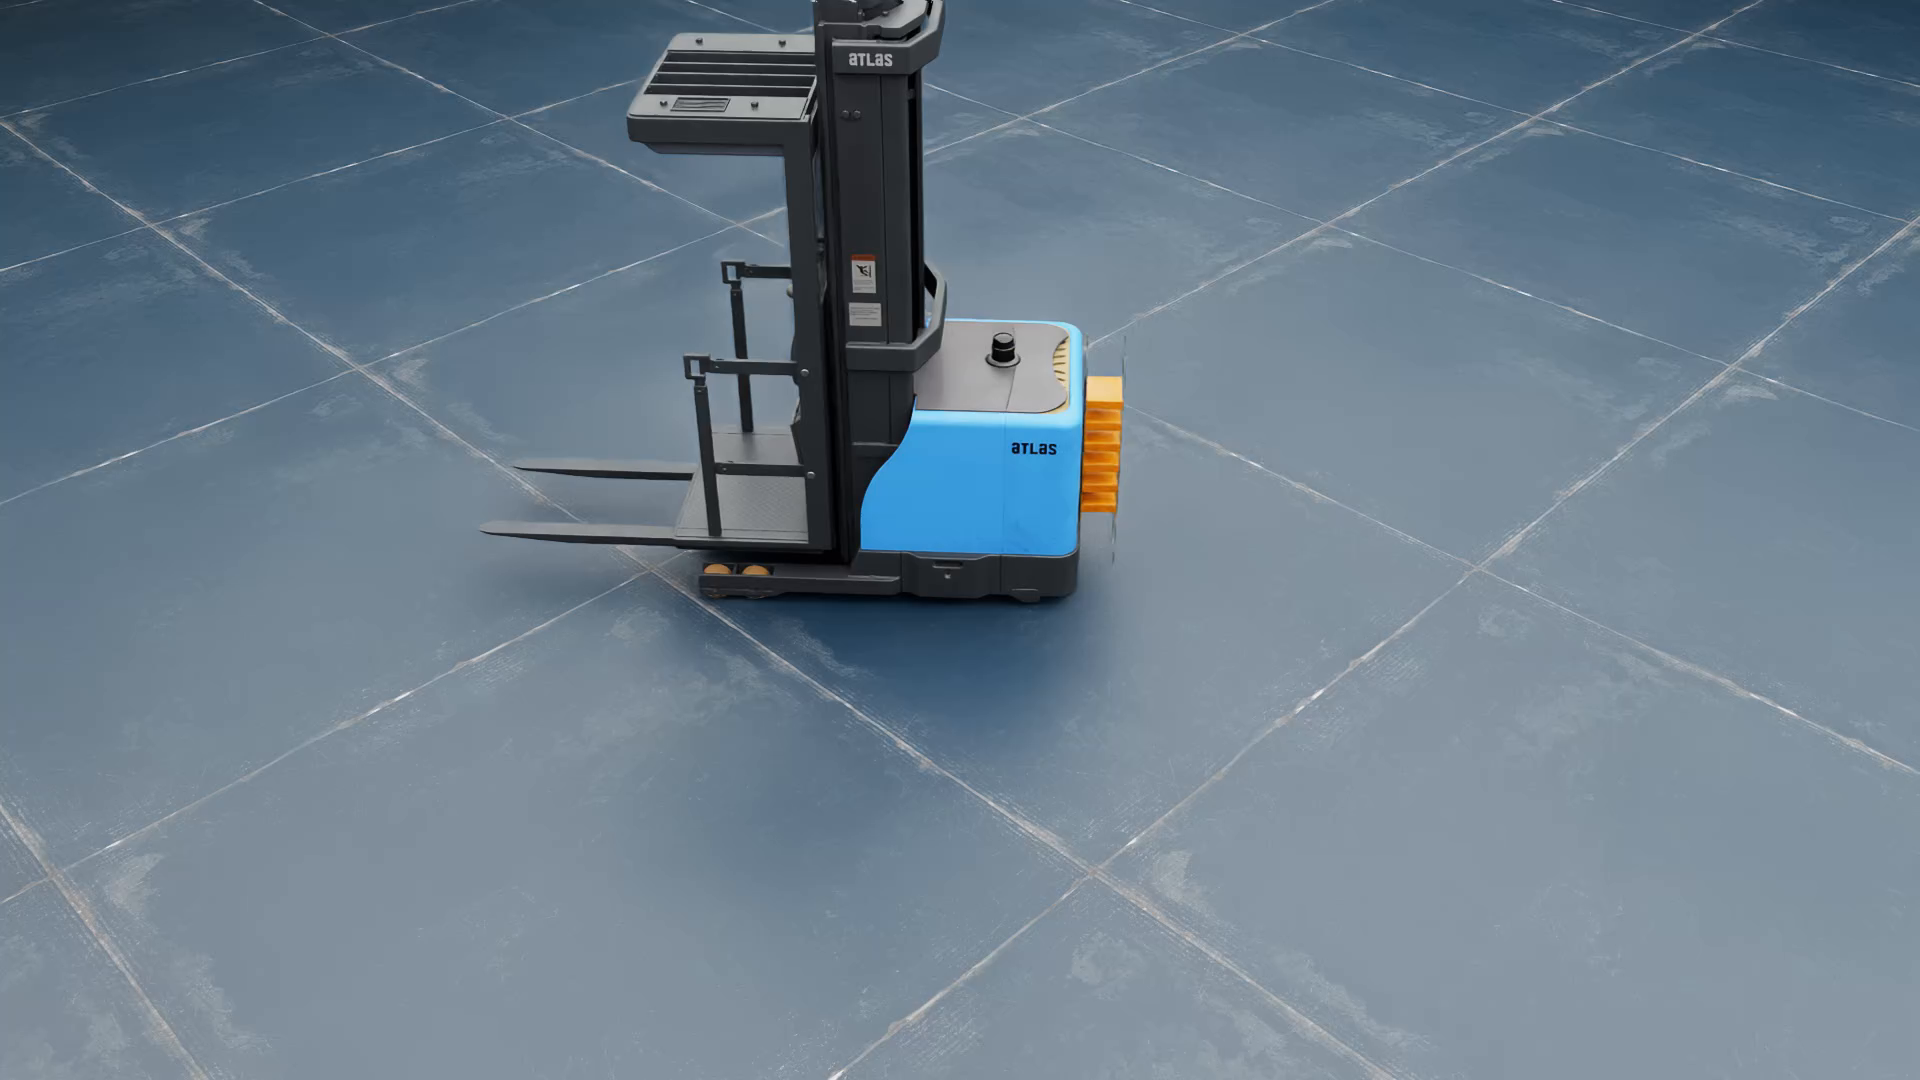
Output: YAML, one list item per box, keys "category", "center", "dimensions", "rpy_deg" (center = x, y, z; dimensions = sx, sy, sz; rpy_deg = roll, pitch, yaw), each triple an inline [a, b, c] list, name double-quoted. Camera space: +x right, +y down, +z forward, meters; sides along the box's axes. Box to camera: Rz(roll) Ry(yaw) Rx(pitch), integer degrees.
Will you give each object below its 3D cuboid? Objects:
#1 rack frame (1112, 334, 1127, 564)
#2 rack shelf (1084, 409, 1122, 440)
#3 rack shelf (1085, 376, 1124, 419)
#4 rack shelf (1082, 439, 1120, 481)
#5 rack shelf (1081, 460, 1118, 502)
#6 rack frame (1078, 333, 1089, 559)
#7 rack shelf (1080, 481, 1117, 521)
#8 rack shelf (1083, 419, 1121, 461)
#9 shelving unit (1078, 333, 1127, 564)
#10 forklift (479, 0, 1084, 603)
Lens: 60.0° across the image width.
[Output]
- category: "rack frame"
  center: [0.797, -0.439, 8.322]
  dimensions: [0.006, 1.200, 0.240]
  rpy_deg: [2, 35, 3]
- category: "rack shelf"
  center: [0.706, -0.603, 8.214]
  dimensions: [0.180, 0.103, 0.258]
  rpy_deg: [2, 35, 3]
- category: "rack shelf"
  center: [0.706, -0.701, 8.146]
  dimensions: [0.180, 0.103, 0.258]
  rpy_deg: [2, 35, 3]
- category: "rack shelf"
  center: [0.706, -0.406, 8.352]
  dimensions: [0.180, 0.103, 0.258]
  rpy_deg: [2, 35, 3]
- category: "rack shelf"
  center: [0.706, -0.308, 8.420]
  dimensions: [0.180, 0.103, 0.258]
  rpy_deg: [2, 35, 3]
- category: "rack frame"
  center: [0.614, -0.445, 8.331]
  dimensions: [0.006, 1.200, 0.240]
  rpy_deg: [2, 35, 3]
- category: "rack shelf"
  center: [0.706, -0.209, 8.489]
  dimensions: [0.180, 0.103, 0.258]
  rpy_deg: [2, 35, 3]
- category: "rack shelf"
  center: [0.706, -0.504, 8.283]
  dimensions: [0.180, 0.103, 0.258]
  rpy_deg: [2, 35, 3]
- category: "shelving unit"
  center: [0.706, -0.442, 8.326]
  dimensions: [0.189, 1.200, 0.258]
  rpy_deg: [2, 35, 3]
- category: "forklift"
  center: [-0.906, -1.207, 7.910]
  dimensions: [3.031, 2.935, 1.130]
  rpy_deg: [2, 35, 3]
